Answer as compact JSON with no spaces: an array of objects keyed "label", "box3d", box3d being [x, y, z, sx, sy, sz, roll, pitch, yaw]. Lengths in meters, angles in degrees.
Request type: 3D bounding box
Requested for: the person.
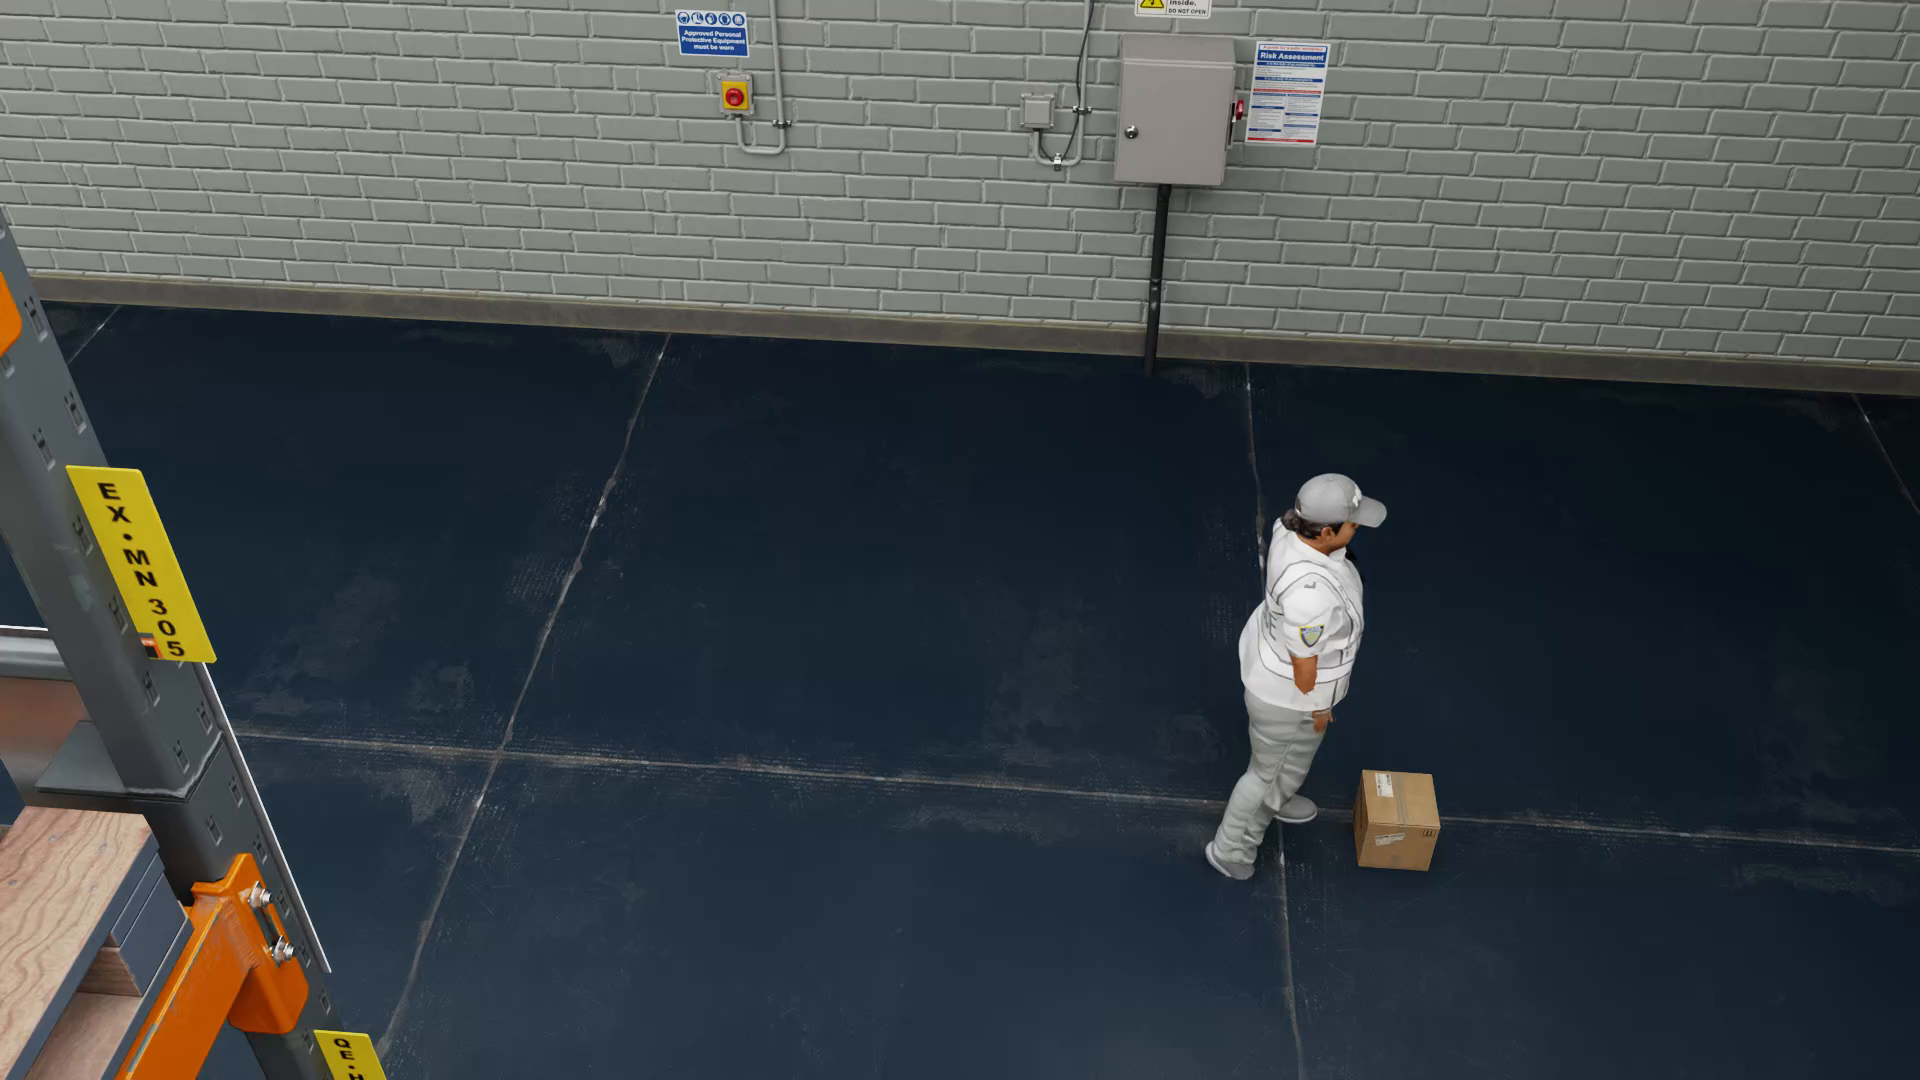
[{"label":"person","box3d":[1.116,0.498,5.661,0.428,1.777,0.481,4,40,4]}]
